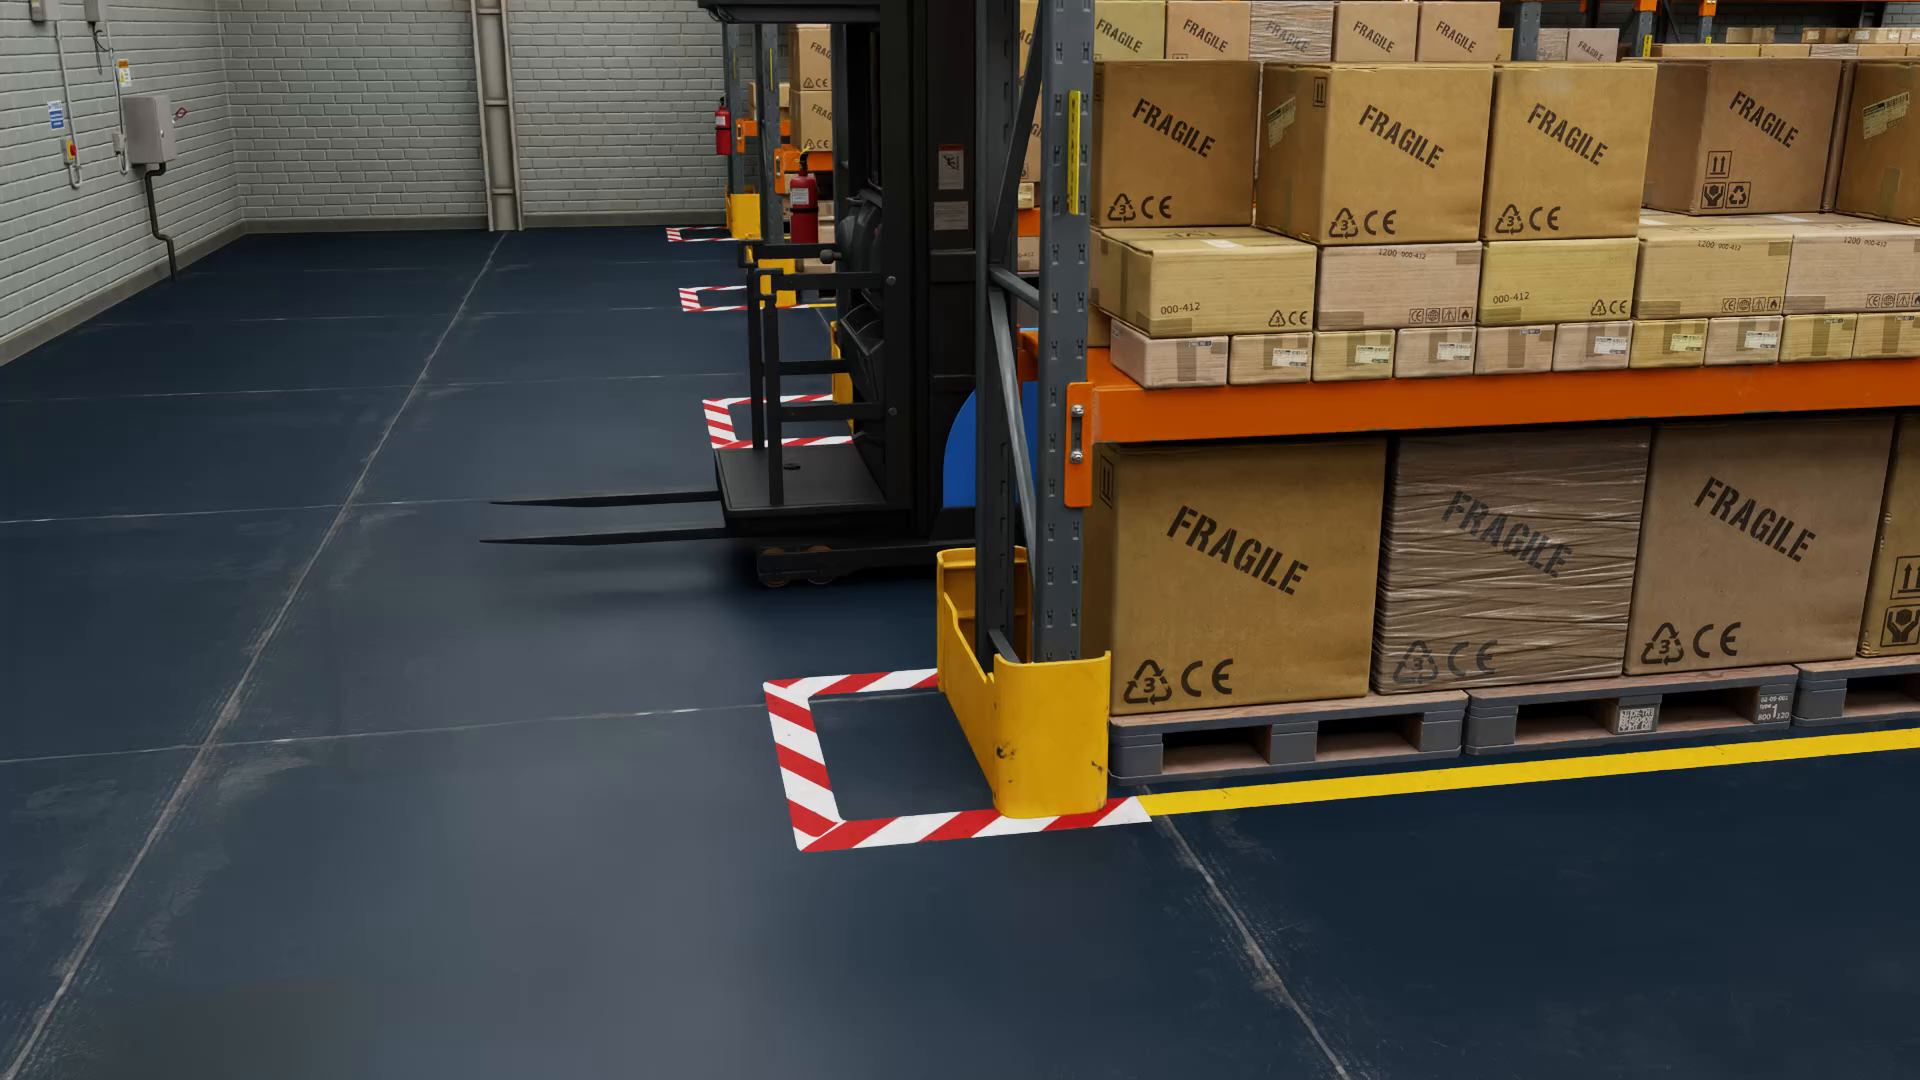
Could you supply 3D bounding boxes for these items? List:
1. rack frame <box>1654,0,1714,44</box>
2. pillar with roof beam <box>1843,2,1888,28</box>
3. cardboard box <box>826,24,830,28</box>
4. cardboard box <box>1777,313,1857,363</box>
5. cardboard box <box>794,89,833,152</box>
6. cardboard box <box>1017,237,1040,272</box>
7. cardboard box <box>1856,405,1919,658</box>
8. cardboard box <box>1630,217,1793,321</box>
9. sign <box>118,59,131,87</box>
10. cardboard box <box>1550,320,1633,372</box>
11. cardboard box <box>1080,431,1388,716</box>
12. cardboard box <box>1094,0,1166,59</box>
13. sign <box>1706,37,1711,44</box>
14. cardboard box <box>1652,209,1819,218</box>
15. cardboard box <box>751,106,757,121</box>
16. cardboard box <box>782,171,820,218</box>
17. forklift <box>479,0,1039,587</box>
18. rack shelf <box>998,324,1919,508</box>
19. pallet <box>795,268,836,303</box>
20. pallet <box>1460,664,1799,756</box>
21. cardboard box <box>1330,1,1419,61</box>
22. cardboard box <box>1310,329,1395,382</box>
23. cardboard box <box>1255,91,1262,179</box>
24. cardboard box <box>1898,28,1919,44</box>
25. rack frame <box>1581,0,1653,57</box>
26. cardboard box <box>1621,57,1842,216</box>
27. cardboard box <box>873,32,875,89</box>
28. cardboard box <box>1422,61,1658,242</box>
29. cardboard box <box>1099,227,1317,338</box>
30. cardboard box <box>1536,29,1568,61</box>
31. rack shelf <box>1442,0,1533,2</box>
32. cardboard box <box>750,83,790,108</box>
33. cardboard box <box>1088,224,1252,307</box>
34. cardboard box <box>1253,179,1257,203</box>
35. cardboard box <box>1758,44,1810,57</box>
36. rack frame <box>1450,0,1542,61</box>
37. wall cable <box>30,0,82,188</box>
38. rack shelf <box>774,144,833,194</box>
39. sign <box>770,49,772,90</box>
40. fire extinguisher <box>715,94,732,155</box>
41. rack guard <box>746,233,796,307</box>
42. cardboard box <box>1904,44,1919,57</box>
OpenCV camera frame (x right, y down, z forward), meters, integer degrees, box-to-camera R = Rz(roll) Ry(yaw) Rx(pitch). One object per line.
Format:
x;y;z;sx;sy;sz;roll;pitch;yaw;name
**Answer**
9.166;-5.718;21.319;0.127;3.000;1.000;-3;17;-10;rack frame
13.055;-7.788;17.843;0.400;9.000;9.100;-3;17;-10;pillar with roof beam
-1.026;-4.430;14.147;0.250;0.149;0.380;-3;17;-9;cardboard box
2.638;-0.681;5.350;0.250;0.149;0.380;-4;17;-11;cardboard box
-1.145;-3.610;14.288;0.500;0.500;0.500;-3;17;-11;cardboard box
0.741;-2.763;15.348;0.875;0.438;0.875;-4;17;-12;cardboard box
3.473;-0.156;6.114;0.875;0.875;0.875;-3;17;-10;cardboard box
2.246;-0.870;5.283;0.500;0.250;0.500;-4;17;-12;cardboard box
-7.651;-4.279;15.227;0.001;0.242;0.339;-3;17;-10;sign
1.882;-0.639;5.210;0.250;0.149;0.380;-3;17;-11;cardboard box
0.822;-0.006;5.625;0.875;0.875;0.875;-3;17;-10;cardboard box
0.868;-2.866;9.655;0.500;0.500;0.500;-4;17;-12;cardboard box
9.278;-6.078;20.653;0.005;0.325;0.100;-3;17;-10;sign
2.629;-1.048;5.863;0.500;0.250;0.500;-3;17;-9;cardboard box
-2.241;-4.869;18.982;0.250;0.149;0.380;-3;17;-11;cardboard box
-1.998;-4.064;19.470;0.637;0.503;0.797;-4;18;-13;cardboard box
-0.615;-1.366;7.267;3.031;2.935;1.130;-3;17;-11;forklift
2.173;-0.529;5.652;4.000;0.370;1.077;-3;17;-10;rack shelf
-0.901;-2.353;15.112;1.213;0.211;1.003;-3;17;-10;pallet
2.175;0.437;6.029;1.213;0.211;1.003;-3;17;-10;pallet
2.378;-2.954;9.939;0.500;0.500;0.500;-4;17;-12;cardboard box
1.123;-0.595;5.070;0.250;0.149;0.380;-4;17;-12;cardboard box
1.875;-2.446;9.989;0.500;0.500;0.500;-3;17;-11;cardboard box
9.027;-4.855;16.013;0.250;0.149;0.380;-4;17;-12;cardboard box
6.184;-4.064;15.935;0.127;3.000;1.000;-3;17;-10;rack frame
2.623;-1.405;5.749;0.500;0.500;0.500;-4;17;-12;cardboard box
-0.640;-4.120;14.243;0.500;0.500;0.500;-4;17;-12;cardboard box
1.730;-1.198;5.076;0.500;0.500;0.500;-4;17;-12;cardboard box
0.732;-0.781;4.995;0.500;0.250;0.500;-4;17;-12;cardboard box
5.224;-4.455;15.334;0.500;0.500;0.500;-3;17;-9;cardboard box
1.331;-3.399;9.885;4.000;0.370;1.077;-3;17;-10;rack shelf
-2.120;-5.067;18.950;0.500;0.250;0.500;-3;17;-10;cardboard box
0.635;-0.936;5.499;0.500;0.250;0.500;-4;17;-11;cardboard box
1.774;-2.143;10.109;0.250;0.149;0.380;-4;17;-11;cardboard box
7.700;-4.476;15.883;0.500;0.500;0.500;-3;17;-10;cardboard box
3.295;-2.420;10.582;0.127;3.000;1.000;-3;17;-10;rack frame
-7.203;-3.799;13.286;0.123;1.953;0.585;-3;17;-10;wall cable
0.293;-3.386;14.953;4.000;0.370;1.077;-3;17;-10;rack shelf
-1.571;-3.910;13.824;0.005;0.325;0.100;-3;17;-10;sign
-2.673;-4.693;18.748;0.183;0.674;0.296;-3;17;-10;fire extinguisher
-1.694;-2.422;14.847;0.348;0.500;1.175;-3;17;-10;rack guard
9.215;-4.558;16.150;0.500;0.500;0.500;-3;17;-10;cardboard box
